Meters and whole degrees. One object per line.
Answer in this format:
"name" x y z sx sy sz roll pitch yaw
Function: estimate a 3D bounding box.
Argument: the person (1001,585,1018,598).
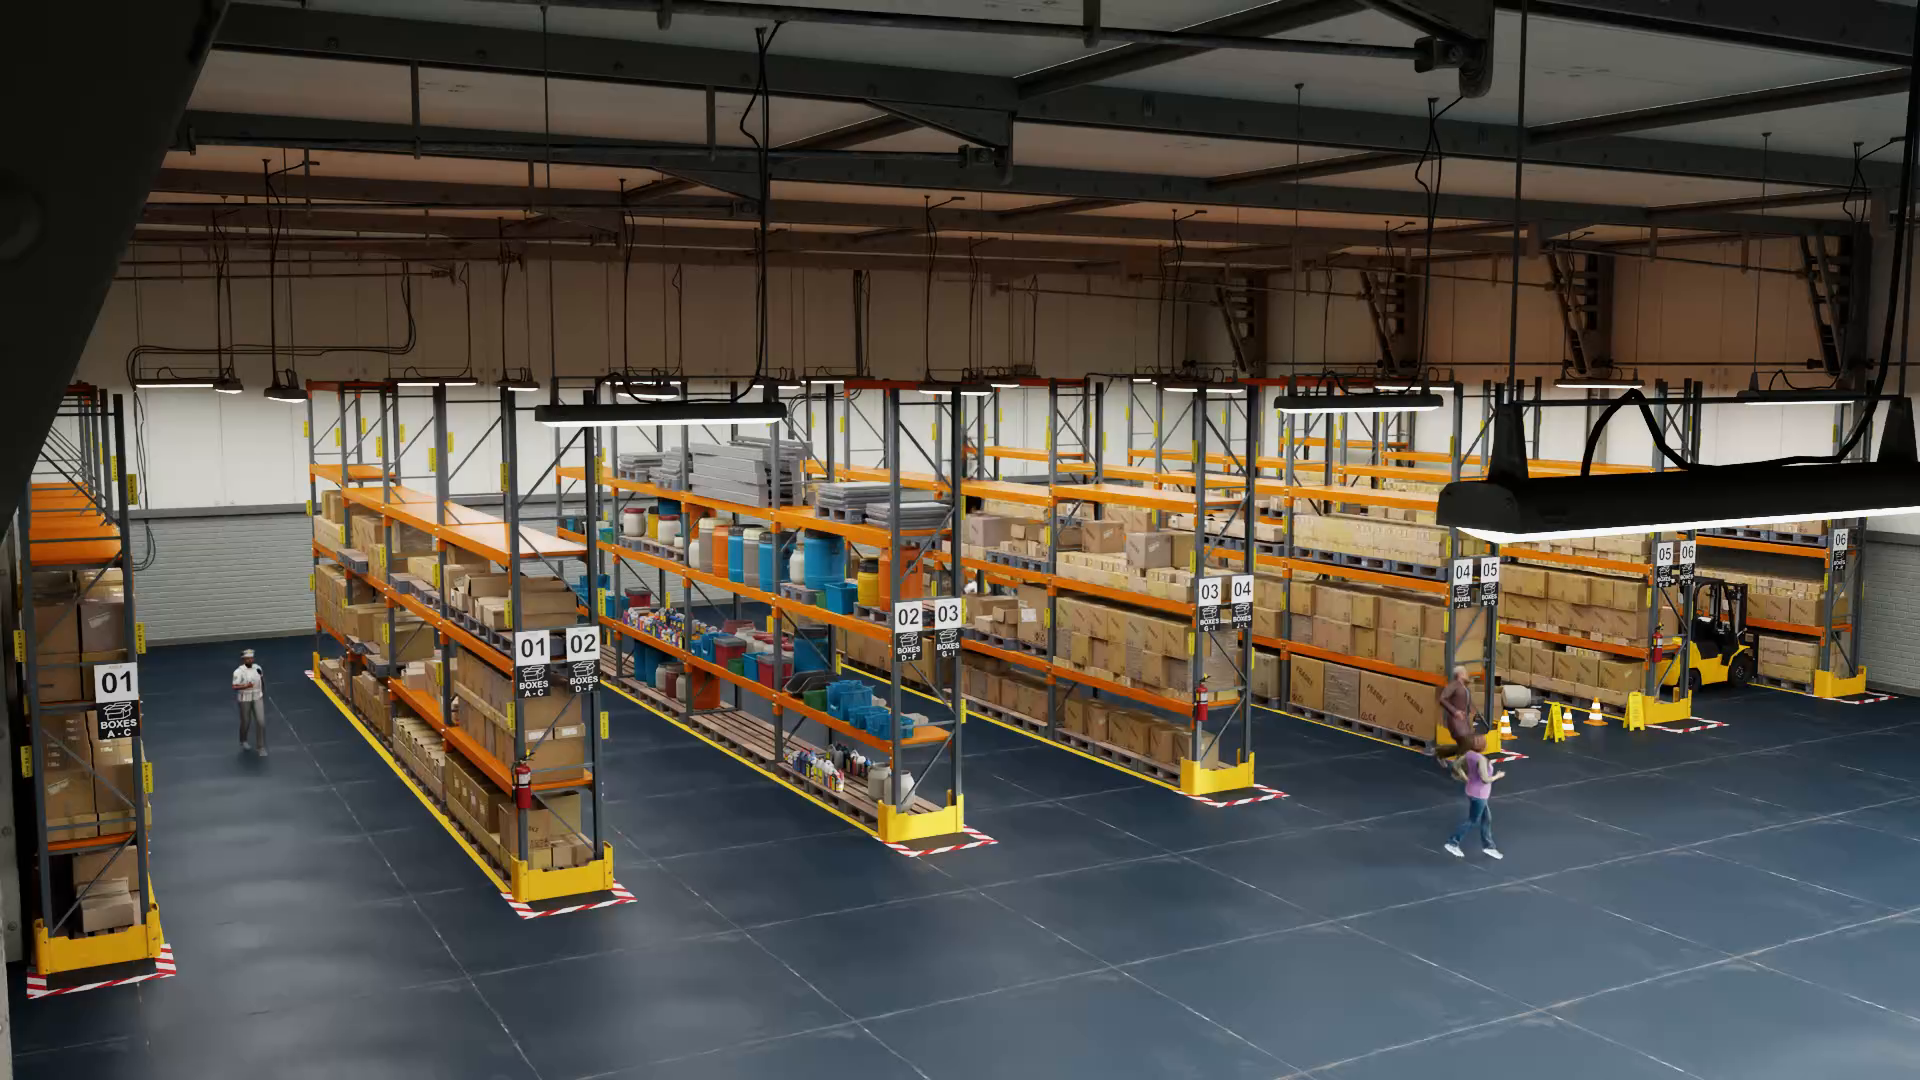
"person" 1.199 0.989 42.132 0.508 1.729 0.696 3 7 29

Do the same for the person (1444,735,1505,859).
"person" 6.561 3.277 21.120 0.775 1.617 0.526 0 6 0

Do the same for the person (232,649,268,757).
"person" -11.497 2.624 26.929 0.564 1.752 0.753 -5 8 -40

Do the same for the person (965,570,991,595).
"person" 0.426 1.503 37.381 0.697 1.717 0.609 -3 7 -28

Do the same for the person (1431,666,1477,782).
"person" 7.625 2.790 25.533 0.806 1.724 0.738 5 8 38
